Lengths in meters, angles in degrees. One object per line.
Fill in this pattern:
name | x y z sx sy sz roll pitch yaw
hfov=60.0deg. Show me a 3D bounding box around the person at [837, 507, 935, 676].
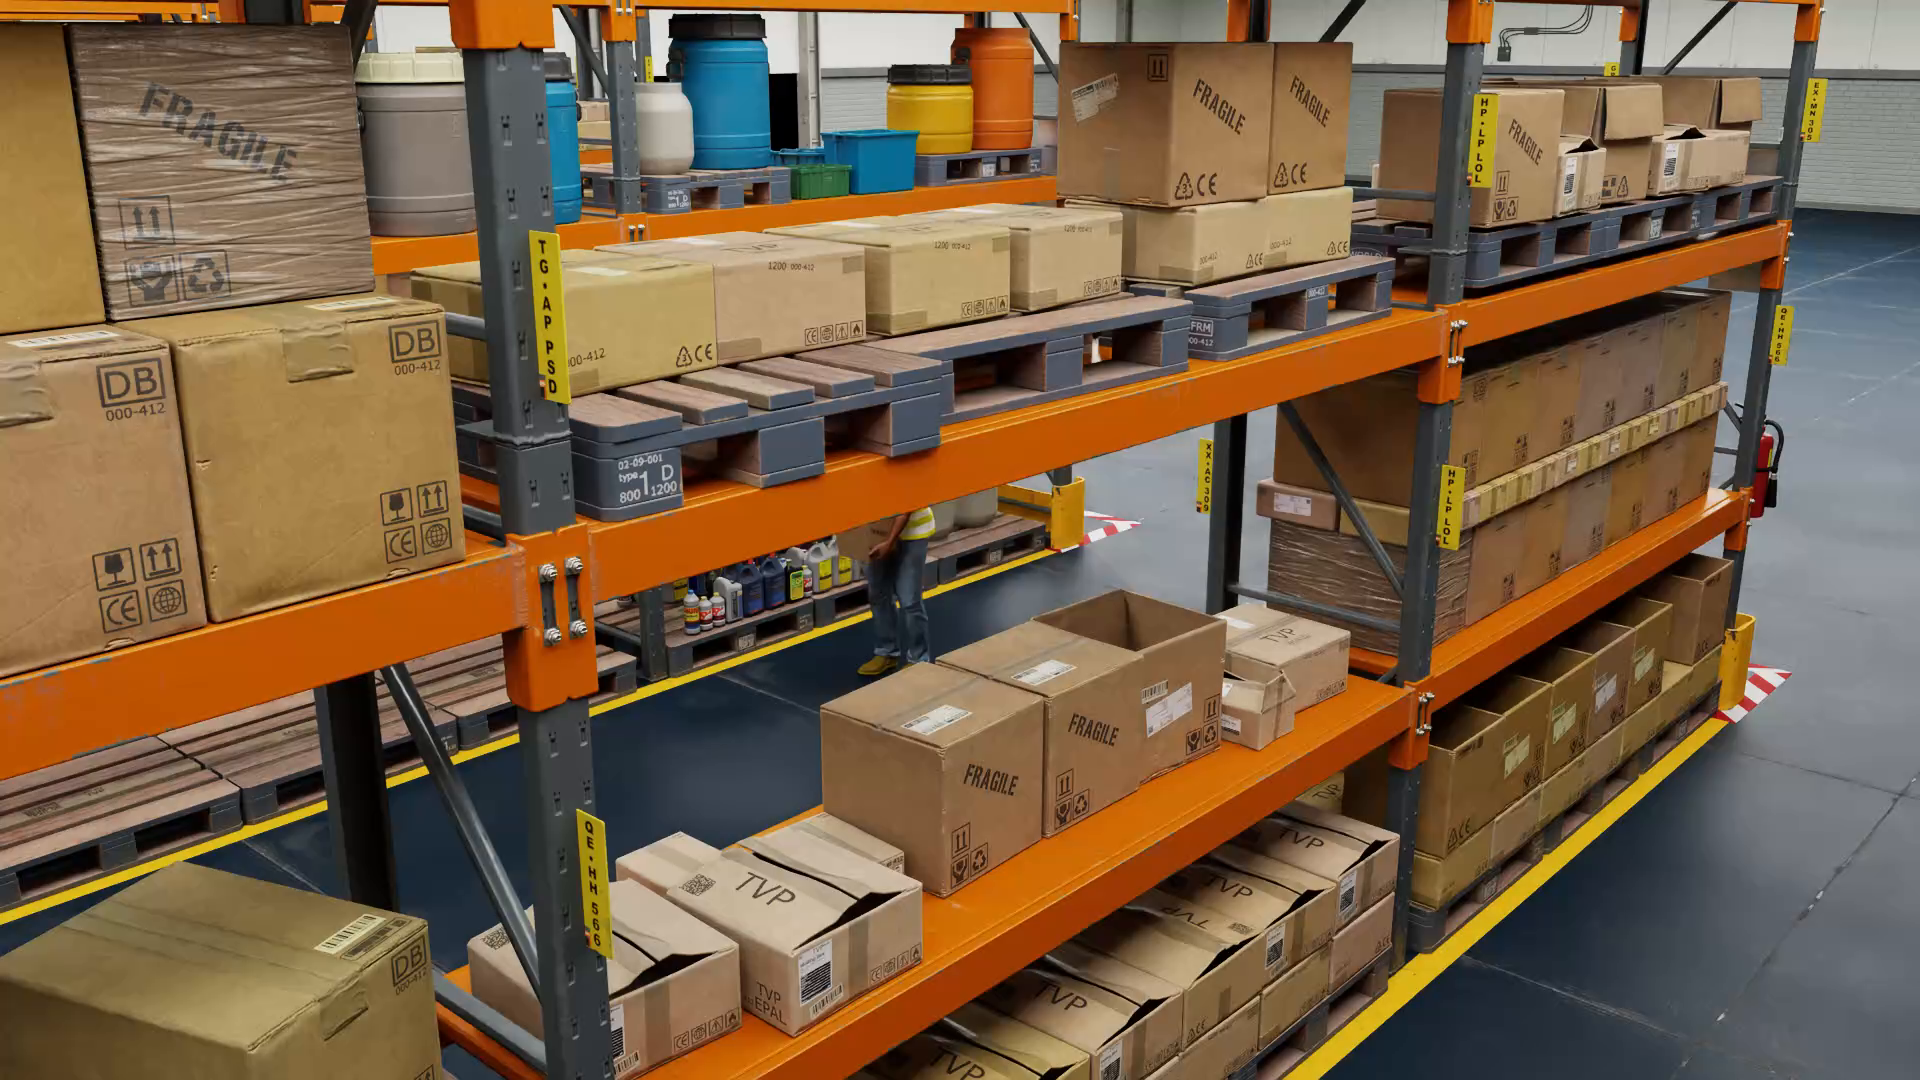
person | -0.430 0.001 10.009 0.504 1.758 0.581 14 22 39
